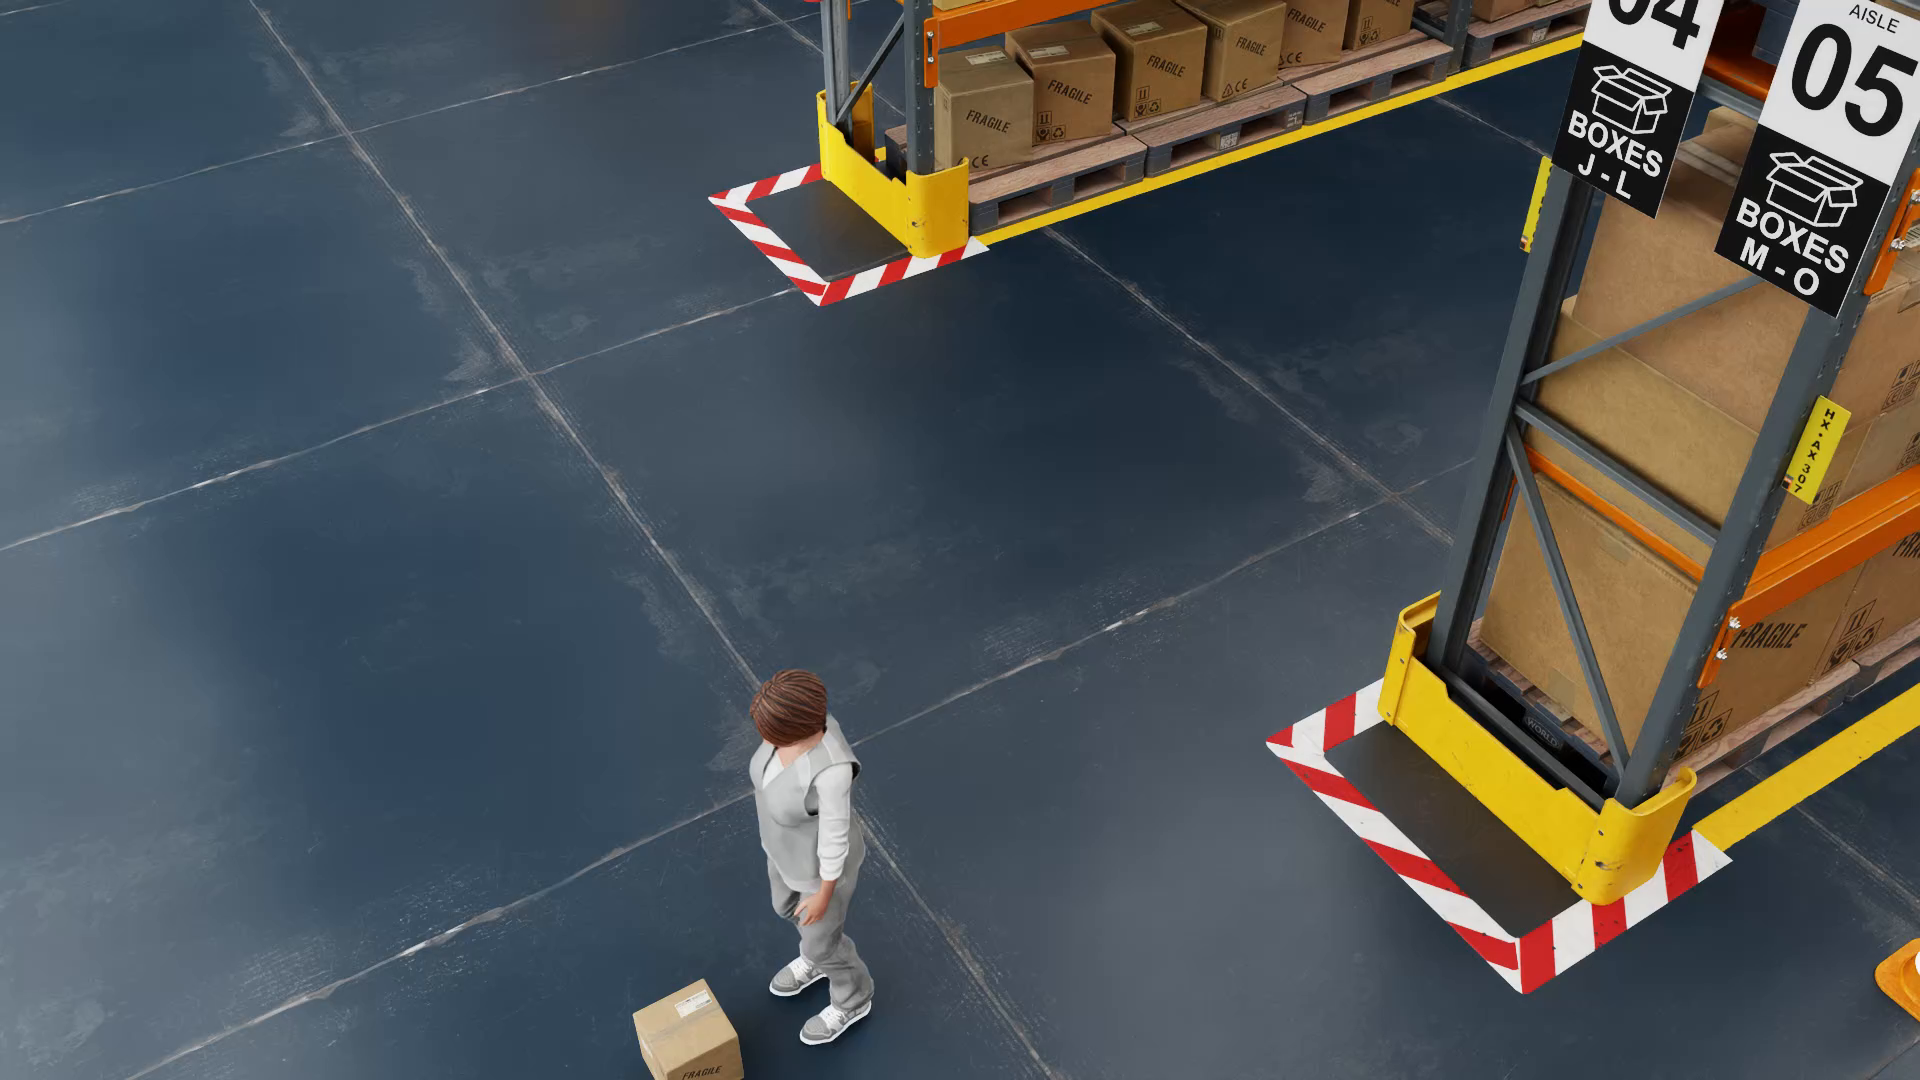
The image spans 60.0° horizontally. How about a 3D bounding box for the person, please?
[{"bbox_3d":[-0.443,0.973,5.082,0.300,1.576,0.409,-22,46,-23],"label":"person"}]
